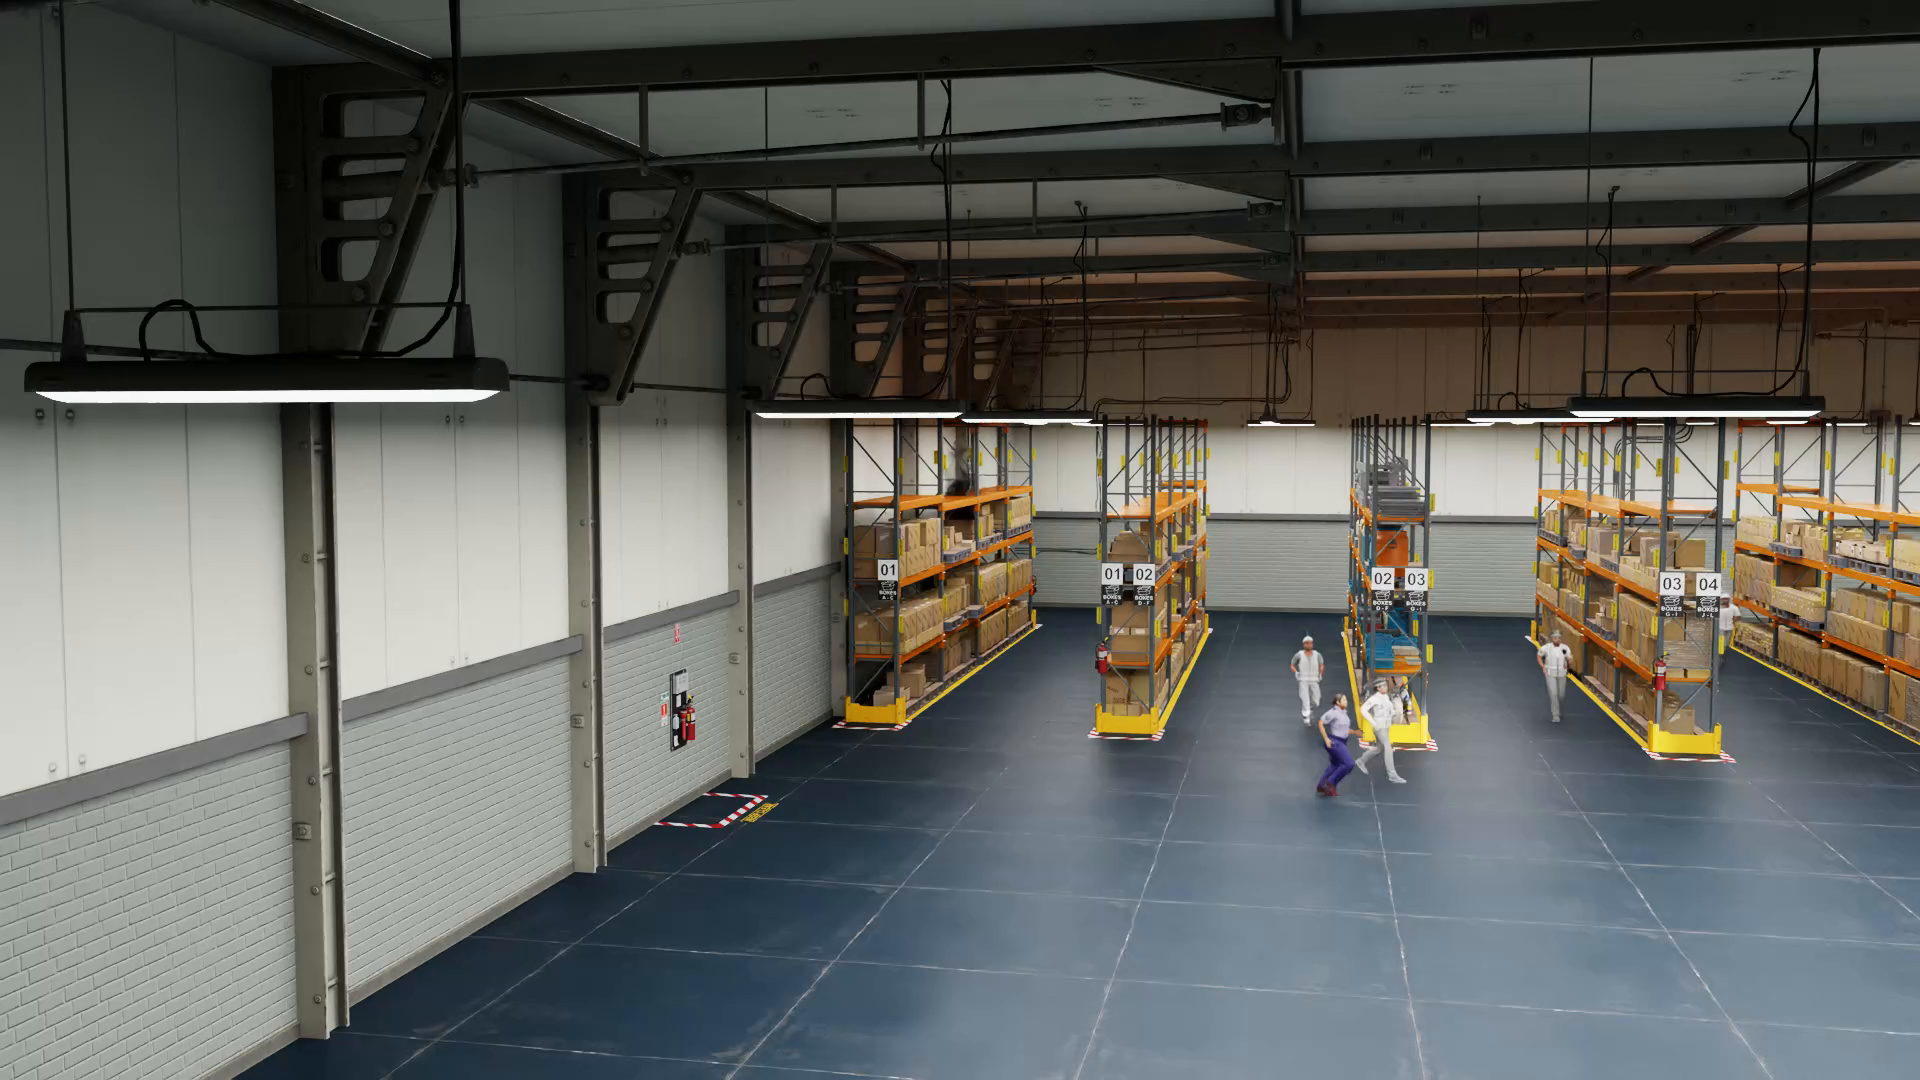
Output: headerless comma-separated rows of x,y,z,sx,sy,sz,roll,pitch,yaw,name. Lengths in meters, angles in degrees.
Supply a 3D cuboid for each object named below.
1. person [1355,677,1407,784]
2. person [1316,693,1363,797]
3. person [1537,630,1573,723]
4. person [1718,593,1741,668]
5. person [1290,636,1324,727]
6.832,3.056,27.002,0.941,1.678,0.613,3,5,38,person
5.894,3.183,25.847,0.712,1.614,0.576,2,4,29,person
11.724,2.648,32.737,0.667,1.778,0.860,0,4,7,person
18.462,2.182,40.121,0.678,1.827,0.775,1,4,10,person
6.691,2.721,32.028,0.643,1.735,0.621,0,4,2,person
